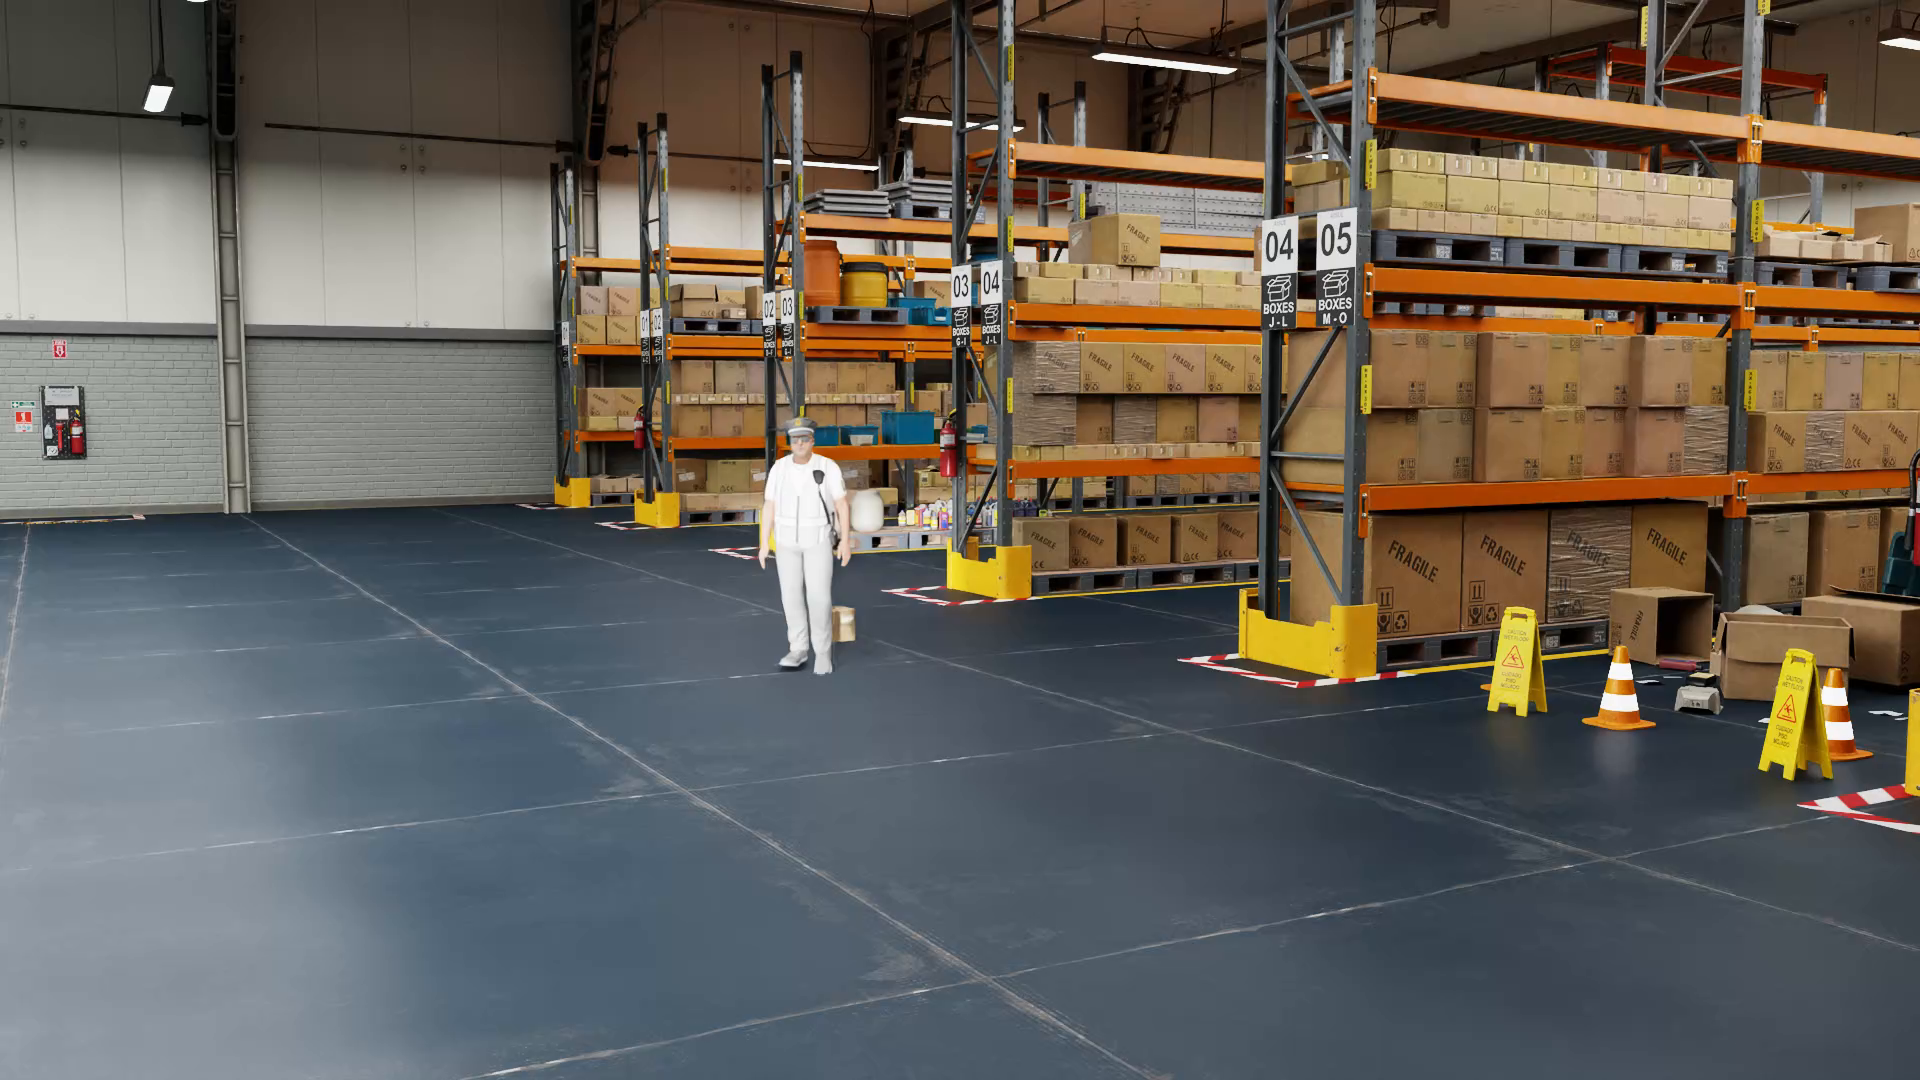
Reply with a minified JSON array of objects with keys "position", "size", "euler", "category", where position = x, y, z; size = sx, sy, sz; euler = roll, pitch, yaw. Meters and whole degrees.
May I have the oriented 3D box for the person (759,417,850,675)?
[{"position":[-1.086,0.057,11.646],"size":[0.593,1.831,0.498],"euler":[1,5,9],"category":"person"}]
